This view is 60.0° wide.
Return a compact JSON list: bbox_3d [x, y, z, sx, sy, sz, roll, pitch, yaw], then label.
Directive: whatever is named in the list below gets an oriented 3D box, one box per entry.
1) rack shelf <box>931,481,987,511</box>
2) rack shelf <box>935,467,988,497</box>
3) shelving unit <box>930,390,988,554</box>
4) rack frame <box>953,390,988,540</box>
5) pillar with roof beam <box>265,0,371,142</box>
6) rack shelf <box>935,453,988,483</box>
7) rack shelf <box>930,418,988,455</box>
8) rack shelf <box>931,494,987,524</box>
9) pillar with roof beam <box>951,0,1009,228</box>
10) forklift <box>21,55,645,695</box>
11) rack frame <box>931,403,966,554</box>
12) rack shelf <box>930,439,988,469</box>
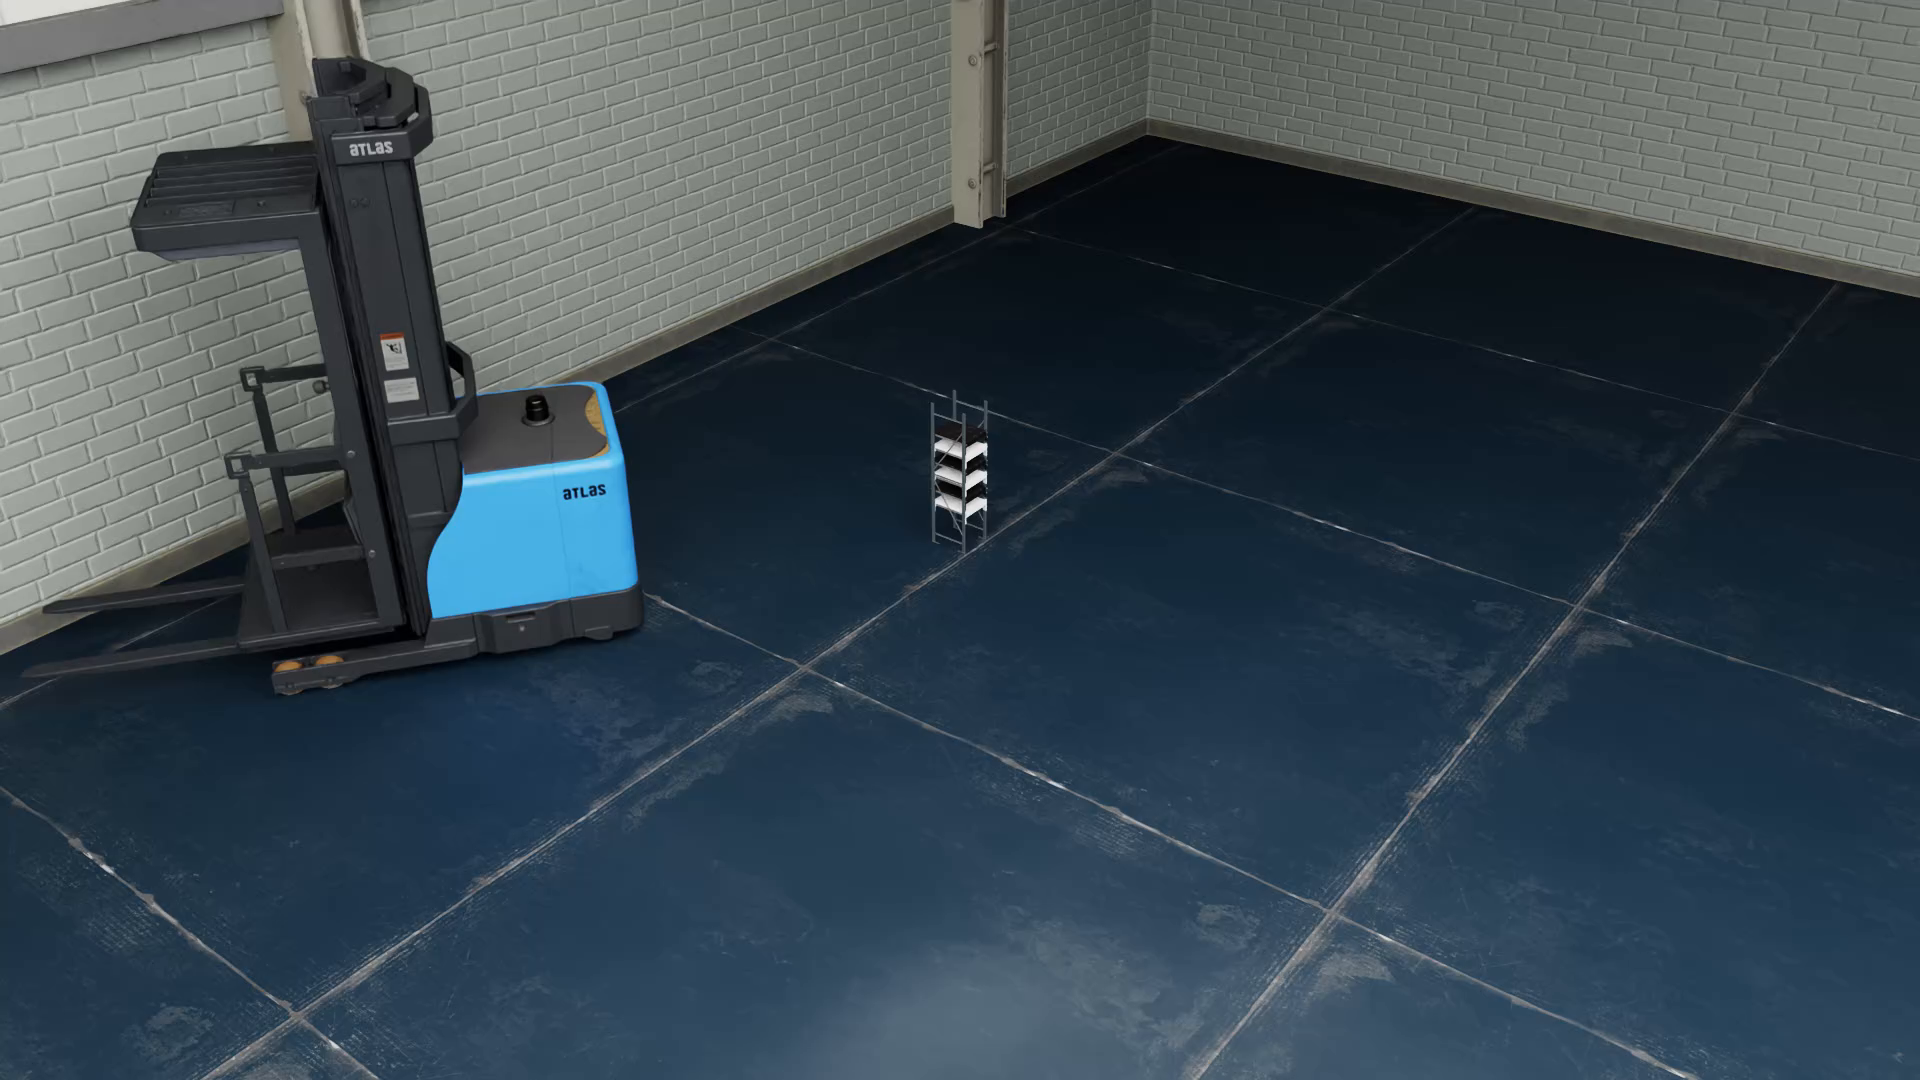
[{"bbox_3d":[-0.005,-0.278,9.578,0.258,0.077,0.200,21,37,31],"label":"rack shelf"},{"bbox_3d":[-0.005,-0.355,9.532,0.258,0.077,0.200,21,37,31],"label":"rack shelf"},{"bbox_3d":[-0.005,-0.384,9.515,0.258,0.900,0.210,21,37,31],"label":"shelving unit"},{"bbox_3d":[0.056,-0.425,9.585,0.240,0.900,0.006,21,37,31],"label":"rack frame"},{"bbox_3d":[-0.026,-2.905,5.825,9.100,9.000,0.400,21,37,31],"label":"pillar with roof beam"},{"bbox_3d":[-0.005,-0.433,9.486,0.258,0.077,0.200,21,37,31],"label":"rack shelf"},{"bbox_3d":[-0.005,-0.587,9.394,0.258,0.077,0.200,21,37,31],"label":"rack shelf"},{"bbox_3d":[-0.005,-0.200,9.624,0.258,0.077,0.200,21,37,31],"label":"rack shelf"},{"bbox_3d":[3.596,-5.344,9.940,9.100,9.000,0.400,21,37,31],"label":"pillar with roof beam"},{"bbox_3d":[-3.262,-0.777,8.187,3.031,2.935,1.130,-9,32,-14],"label":"forklift"},{"bbox_3d":[-0.066,-0.342,9.445,0.240,0.900,0.006,21,37,31],"label":"rack frame"},{"bbox_3d":[-0.005,-0.510,9.440,0.258,0.077,0.200,21,37,31],"label":"rack shelf"}]
